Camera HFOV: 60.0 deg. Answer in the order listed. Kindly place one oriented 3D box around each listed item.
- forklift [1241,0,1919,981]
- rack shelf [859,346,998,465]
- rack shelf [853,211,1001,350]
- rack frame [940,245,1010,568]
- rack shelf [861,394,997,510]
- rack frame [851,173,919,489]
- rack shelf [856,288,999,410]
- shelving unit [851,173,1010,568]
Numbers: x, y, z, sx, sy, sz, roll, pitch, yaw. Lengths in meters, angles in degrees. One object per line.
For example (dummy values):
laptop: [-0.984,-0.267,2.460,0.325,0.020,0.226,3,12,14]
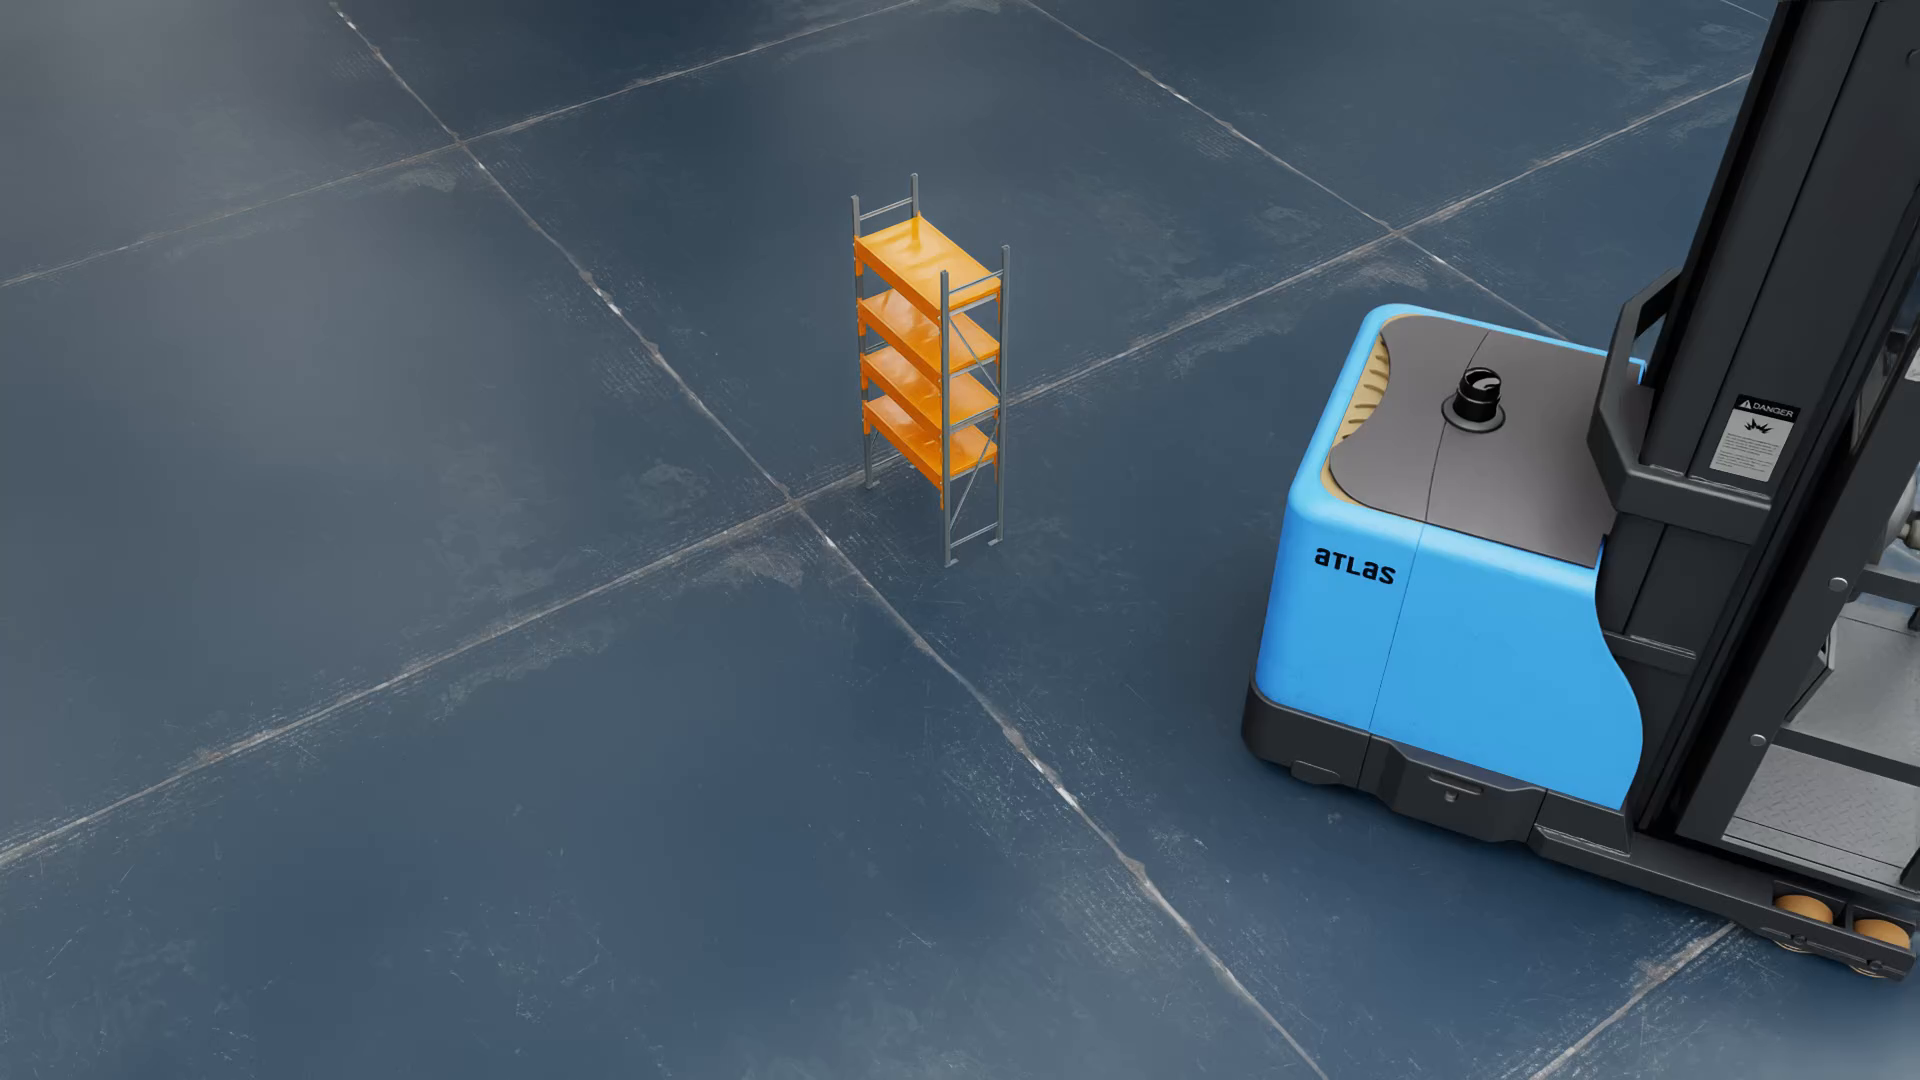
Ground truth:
forklift: [2.414,-0.297,3.938,3.031,2.935,1.130,17,46,17]
rack shelf: [-0.095,-0.479,5.480,0.258,0.148,0.480,-26,49,-24]
rack shelf: [-0.095,-0.812,5.163,0.258,0.148,0.480,-26,49,-24]
rack frame: [0.045,-0.390,5.289,0.240,1.200,0.015,-26,49,-24]
rack shelf: [-0.095,-0.335,5.617,0.258,0.148,0.480,-26,49,-24]
rack frame: [-0.234,-0.666,5.579,0.240,1.200,0.015,-26,49,-24]
rack shelf: [-0.095,-0.641,5.326,0.258,0.148,0.480,-26,49,-24]
shelving unit: [-0.095,-0.528,5.434,0.258,1.200,0.503,-26,49,-24]
